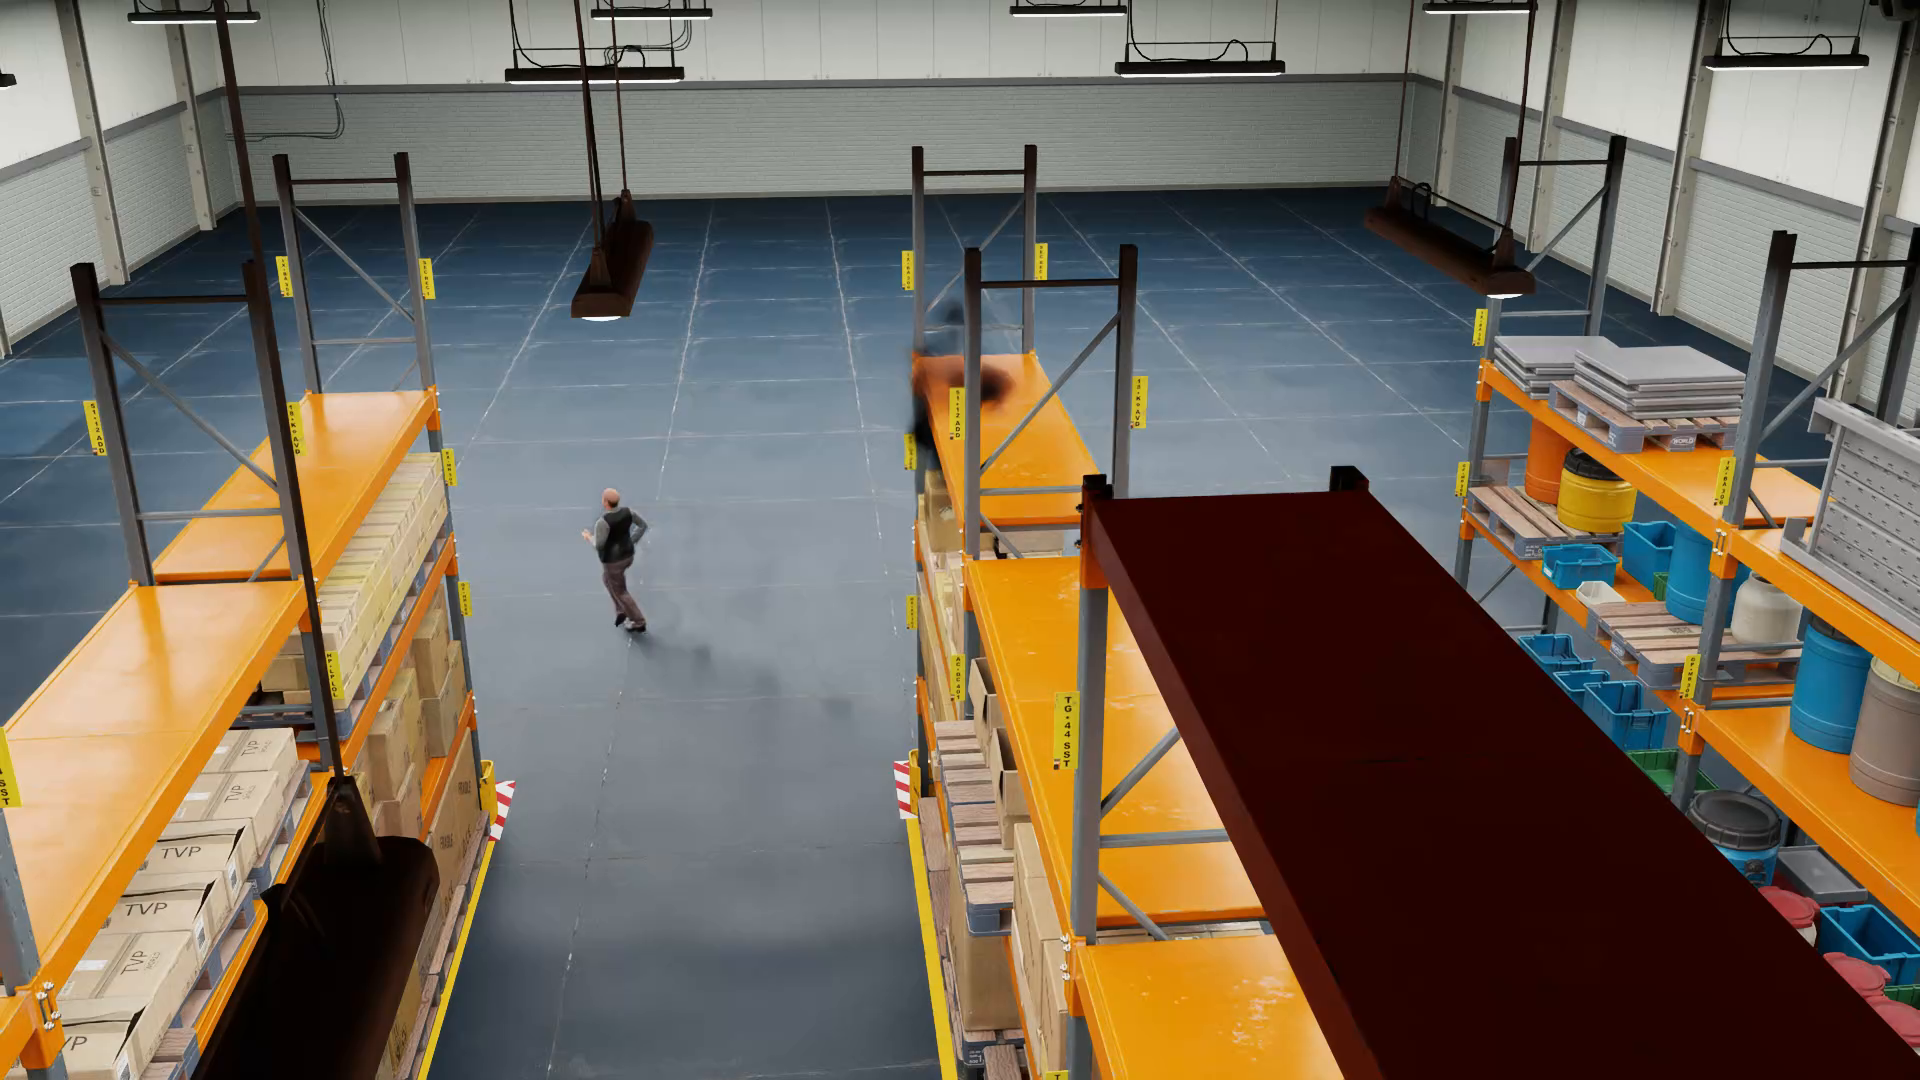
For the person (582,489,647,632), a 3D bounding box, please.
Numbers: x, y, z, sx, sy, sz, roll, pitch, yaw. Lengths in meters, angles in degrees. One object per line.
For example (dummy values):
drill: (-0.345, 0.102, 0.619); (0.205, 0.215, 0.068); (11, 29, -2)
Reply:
person: (-3.873, 0.248, 18.719); (0.751, 1.760, 0.635); (10, 24, 23)
